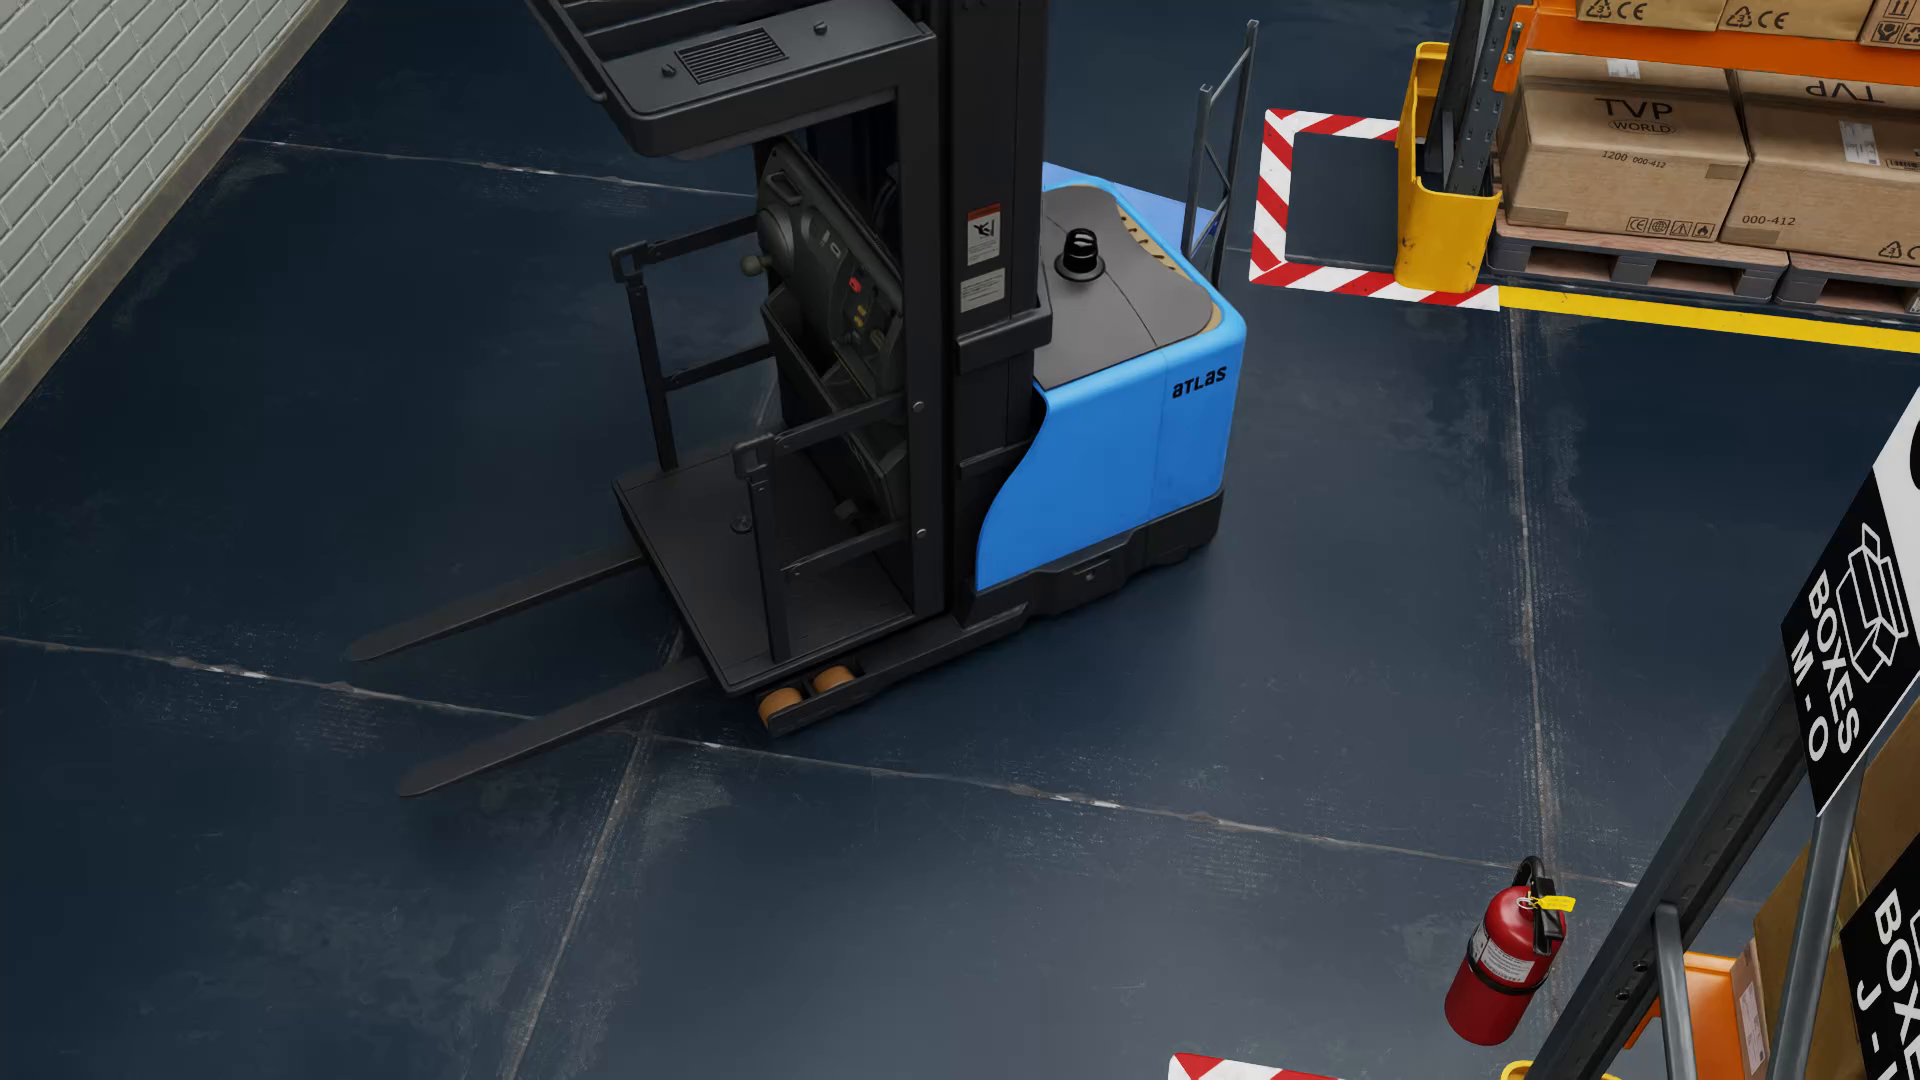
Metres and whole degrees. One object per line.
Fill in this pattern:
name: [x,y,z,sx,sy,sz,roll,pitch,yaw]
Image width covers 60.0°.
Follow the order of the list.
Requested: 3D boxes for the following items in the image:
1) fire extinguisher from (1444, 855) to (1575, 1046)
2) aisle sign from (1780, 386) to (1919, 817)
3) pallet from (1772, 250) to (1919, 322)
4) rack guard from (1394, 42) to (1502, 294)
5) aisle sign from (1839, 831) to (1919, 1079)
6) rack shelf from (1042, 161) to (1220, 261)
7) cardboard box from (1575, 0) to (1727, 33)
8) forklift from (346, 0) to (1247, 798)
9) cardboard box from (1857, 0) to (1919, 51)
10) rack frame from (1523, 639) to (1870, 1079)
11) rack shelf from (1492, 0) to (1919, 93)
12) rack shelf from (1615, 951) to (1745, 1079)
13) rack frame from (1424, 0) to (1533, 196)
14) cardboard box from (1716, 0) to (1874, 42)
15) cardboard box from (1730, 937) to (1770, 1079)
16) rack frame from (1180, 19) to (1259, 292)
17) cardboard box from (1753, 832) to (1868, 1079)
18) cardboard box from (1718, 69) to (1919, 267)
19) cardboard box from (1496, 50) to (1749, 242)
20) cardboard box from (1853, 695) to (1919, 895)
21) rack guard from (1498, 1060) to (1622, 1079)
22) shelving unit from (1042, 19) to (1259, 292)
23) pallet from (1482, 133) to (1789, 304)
fire extinguisher: [1.241,0.907,3.721,0.183,0.674,0.296,8,49,7]
aisle sign: [1.388,0.029,2.459,0.004,0.787,0.394,8,49,7]
pallet: [4.185,-1.366,7.335,1.213,0.211,1.003,8,49,7]
rack guard: [2.164,-1.677,7.421,0.348,0.500,1.175,8,49,7]
aisle sign: [1.281,0.468,2.065,0.004,0.787,0.394,8,49,7]
rack shelf: [0.479,-1.224,6.584,1.000,0.185,0.538,21,51,18]
cardboard box: [2.609,-2.269,6.205,0.500,0.500,0.500,7,48,7]
forklift: [-0.582,-0.772,4.973,3.031,2.935,1.130,-22,52,-18]
cardboard box: [3.609,-2.142,6.091,0.500,0.500,0.500,7,48,7]
rack frame: [1.406,1.130,3.218,0.053,2.616,0.949,8,49,7]
rack shelf: [4.156,-2.004,6.518,4.000,0.370,1.077,8,49,7]
rack shelf: [3.375,1.632,3.250,4.000,0.370,1.077,8,49,7]
rack frame: [2.188,-2.509,6.488,0.127,3.000,1.000,8,49,7]
cardboard box: [3.112,-2.222,6.163,0.500,0.500,0.500,7,48,6]
cardboard box: [1.778,1.048,3.461,0.250,0.149,0.380,8,49,7]
rack frame: [0.933,-1.174,6.296,0.032,1.500,0.500,21,51,18]
cardboard box: [1.895,0.866,3.188,0.500,0.500,0.500,9,49,8]
cardboard box: [3.757,-1.664,7.169,0.875,0.438,0.875,9,49,8]
cardboard box: [2.855,-1.779,7.272,0.875,0.438,0.875,6,48,6]
cardboard box: [1.901,0.539,2.810,0.500,0.500,0.500,7,48,6]
rack guard: [1.481,1.973,4.141,0.348,0.500,1.175,8,49,7]
shelving unit: [0.479,-1.345,6.450,1.048,1.500,0.538,21,51,18]
pallet: [2.988,-1.529,7.482,1.213,0.211,1.003,8,49,7]
